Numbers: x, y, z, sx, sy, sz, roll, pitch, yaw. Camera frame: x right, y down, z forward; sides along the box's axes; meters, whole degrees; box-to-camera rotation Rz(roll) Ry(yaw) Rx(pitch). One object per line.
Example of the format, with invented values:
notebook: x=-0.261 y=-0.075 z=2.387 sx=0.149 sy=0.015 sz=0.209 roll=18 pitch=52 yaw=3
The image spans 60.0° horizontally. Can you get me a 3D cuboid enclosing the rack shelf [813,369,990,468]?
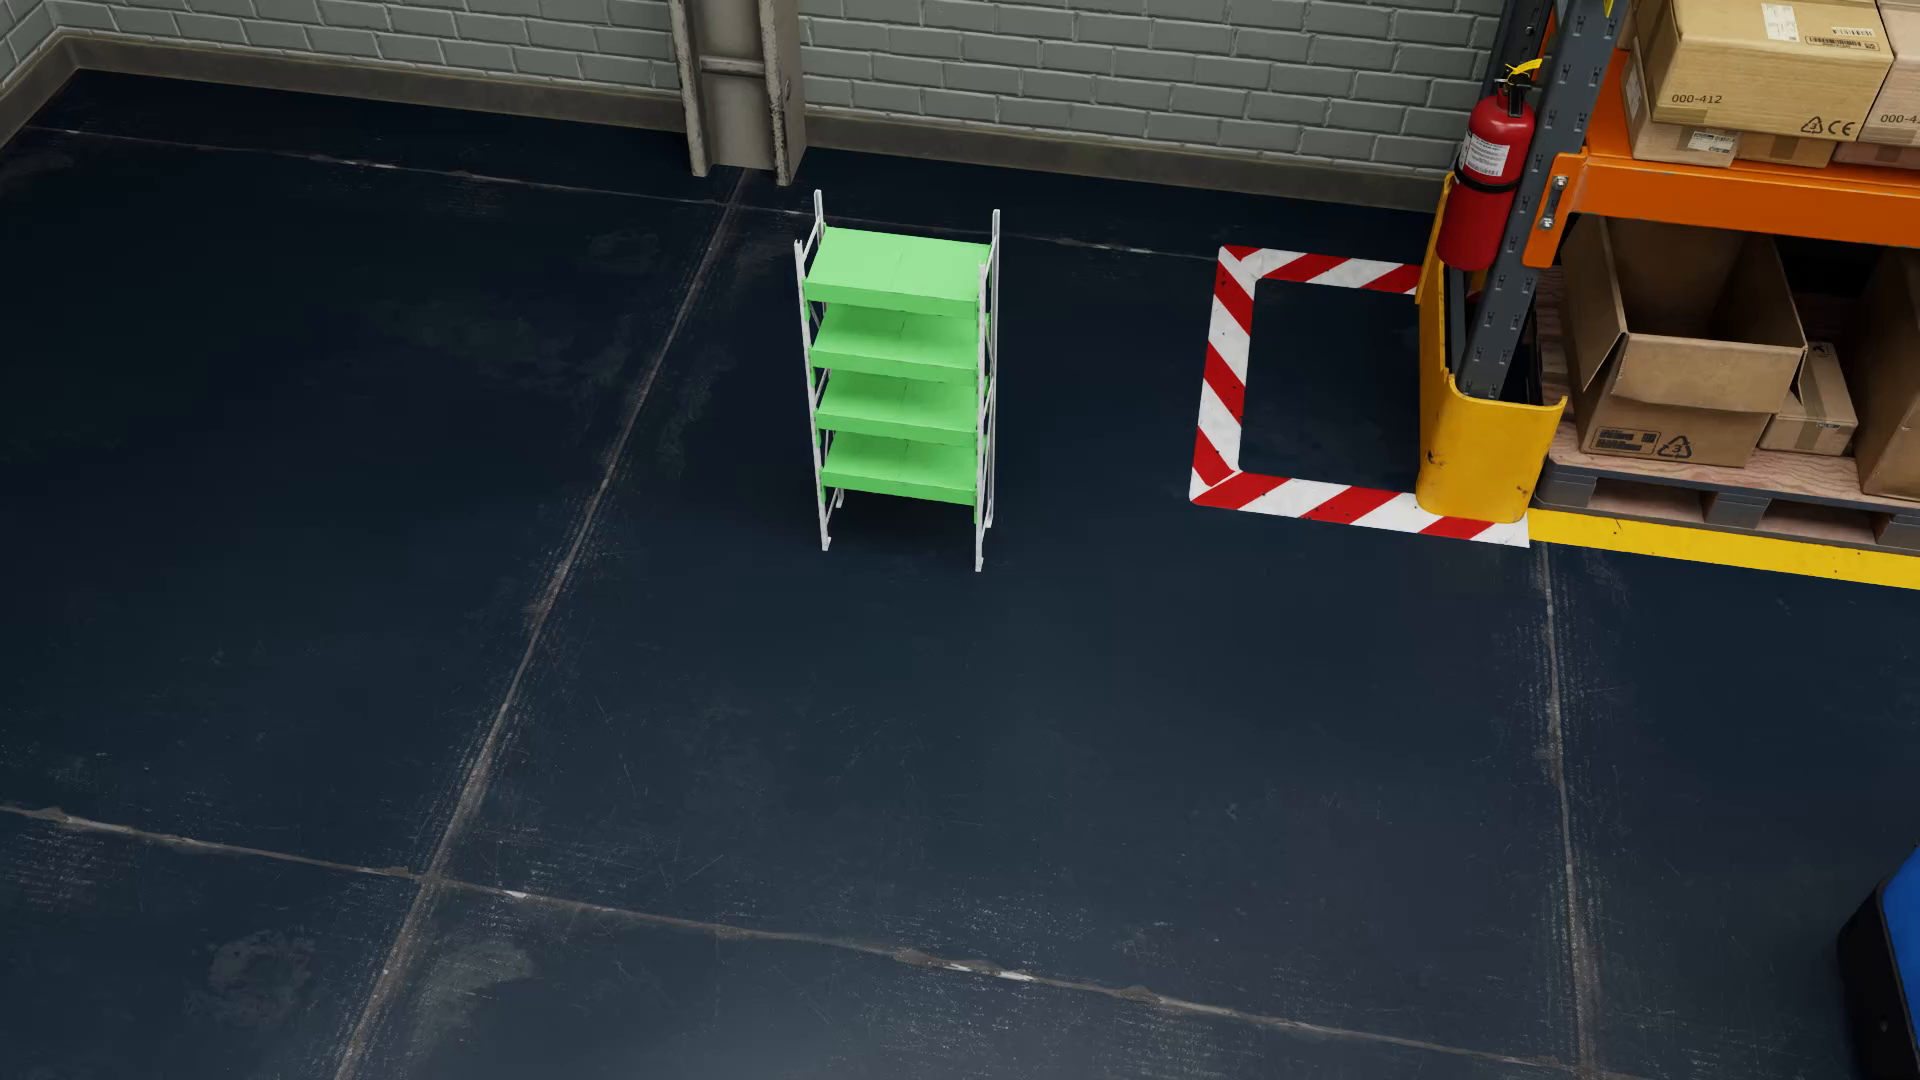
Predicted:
rack shelf: x=-0.163 y=-0.380 z=4.871 sx=0.480 sy=0.148 sz=0.258 roll=8 pitch=49 yaw=7

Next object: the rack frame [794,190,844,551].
rack frame: x=-0.403 y=-0.455 z=4.852 sx=0.015 sy=1.200 sz=0.240 roll=8 pitch=49 yaw=7

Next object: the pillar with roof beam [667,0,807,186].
pillar with roof beam: x=-1.598 y=-1.377 z=0.438 sx=0.400 sy=9.000 sz=9.100 roll=8 pitch=49 yaw=7

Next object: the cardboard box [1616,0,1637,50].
cardboard box: x=2.034 y=-1.575 z=4.818 sx=0.250 sy=0.149 sz=0.380 roll=7 pitch=48 yaw=6

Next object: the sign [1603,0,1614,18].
sign: x=1.564 y=-1.399 z=3.908 sx=0.005 sy=0.325 sz=0.100 roll=8 pitch=49 yaw=7

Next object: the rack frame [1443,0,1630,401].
rack frame: x=1.661 y=-1.507 z=4.587 sx=0.127 sy=3.000 sz=1.000 roll=8 pitch=49 yaw=7

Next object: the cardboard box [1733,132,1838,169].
cardboard box: x=2.194 y=-1.179 z=4.461 sx=0.250 sy=0.149 sz=0.380 roll=9 pitch=49 yaw=8

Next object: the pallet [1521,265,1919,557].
pallet: x=2.520 y=-0.460 z=5.522 sx=1.213 sy=0.211 sz=1.003 roll=8 pitch=49 yaw=7

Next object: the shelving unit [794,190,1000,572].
shelving unit: x=-0.163 y=-0.423 z=4.823 sx=0.503 sy=1.200 sz=0.258 roll=8 pitch=49 yaw=7

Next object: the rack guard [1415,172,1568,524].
rack guard: x=1.735 y=-0.661 z=5.508 sx=0.348 sy=0.500 sz=1.175 roll=8 pitch=49 yaw=7

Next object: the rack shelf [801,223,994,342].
rack shelf: x=-0.163 y=-0.701 z=4.514 sx=0.480 sy=0.148 sz=0.258 roll=8 pitch=49 yaw=7

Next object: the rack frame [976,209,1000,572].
rack frame: x=0.077 y=-0.391 z=4.794 sx=0.015 sy=1.200 sz=0.240 roll=8 pitch=49 yaw=7

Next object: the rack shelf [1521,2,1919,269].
rack shelf: x=3.629 y=-1.002 z=4.617 sx=4.000 sy=0.370 sz=1.077 roll=8 pitch=49 yaw=7

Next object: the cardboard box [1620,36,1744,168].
cardboard box: x=1.935 y=-1.179 z=4.461 sx=0.250 sy=0.149 sz=0.380 roll=7 pitch=48 yaw=7

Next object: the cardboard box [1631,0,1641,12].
cardboard box: x=2.160 y=-1.690 z=4.652 sx=0.500 sy=0.250 sz=0.500 roll=9 pitch=49 yaw=8

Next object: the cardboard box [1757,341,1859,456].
cardboard box: x=2.657 y=-0.459 z=5.280 sx=0.250 sy=0.149 sz=0.380 roll=6 pitch=48 yaw=5

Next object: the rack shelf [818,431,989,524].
rack shelf: x=-0.163 y=-0.220 z=5.049 sx=0.480 sy=0.148 sz=0.258 roll=8 pitch=49 yaw=7

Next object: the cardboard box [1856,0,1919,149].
cardboard box: x=2.555 y=-1.232 z=4.242 sx=0.500 sy=0.250 sz=0.500 roll=8 pitch=49 yaw=7

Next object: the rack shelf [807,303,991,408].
rack shelf: x=-0.163 y=-0.541 z=4.692 sx=0.480 sy=0.148 sz=0.258 roll=8 pitch=49 yaw=7

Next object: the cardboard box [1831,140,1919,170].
cardboard box: x=2.458 y=-1.169 z=4.453 sx=0.250 sy=0.149 sz=0.380 roll=7 pitch=48 yaw=6

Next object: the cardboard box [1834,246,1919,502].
cardboard box: x=3.080 y=-0.520 z=5.099 sx=0.500 sy=0.500 sz=0.700 roll=9 pitch=49 yaw=8

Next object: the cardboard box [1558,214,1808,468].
cardboard box: x=2.246 y=-0.663 z=5.225 sx=0.637 sy=0.503 sz=0.797 roll=6 pitch=48 yaw=5

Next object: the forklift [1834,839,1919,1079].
forklift: x=3.658 y=0.578 z=2.760 sx=3.031 sy=2.935 sz=1.130 roll=6 pitch=48 yaw=5

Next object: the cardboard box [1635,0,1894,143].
cardboard box: x=2.059 y=-1.299 z=4.301 sx=0.500 sy=0.250 sz=0.500 roll=8 pitch=49 yaw=7

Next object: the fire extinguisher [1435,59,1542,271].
fire extinguisher: x=1.434 y=-1.037 z=4.468 sx=0.183 sy=0.674 sz=0.296 roll=8 pitch=49 yaw=7
